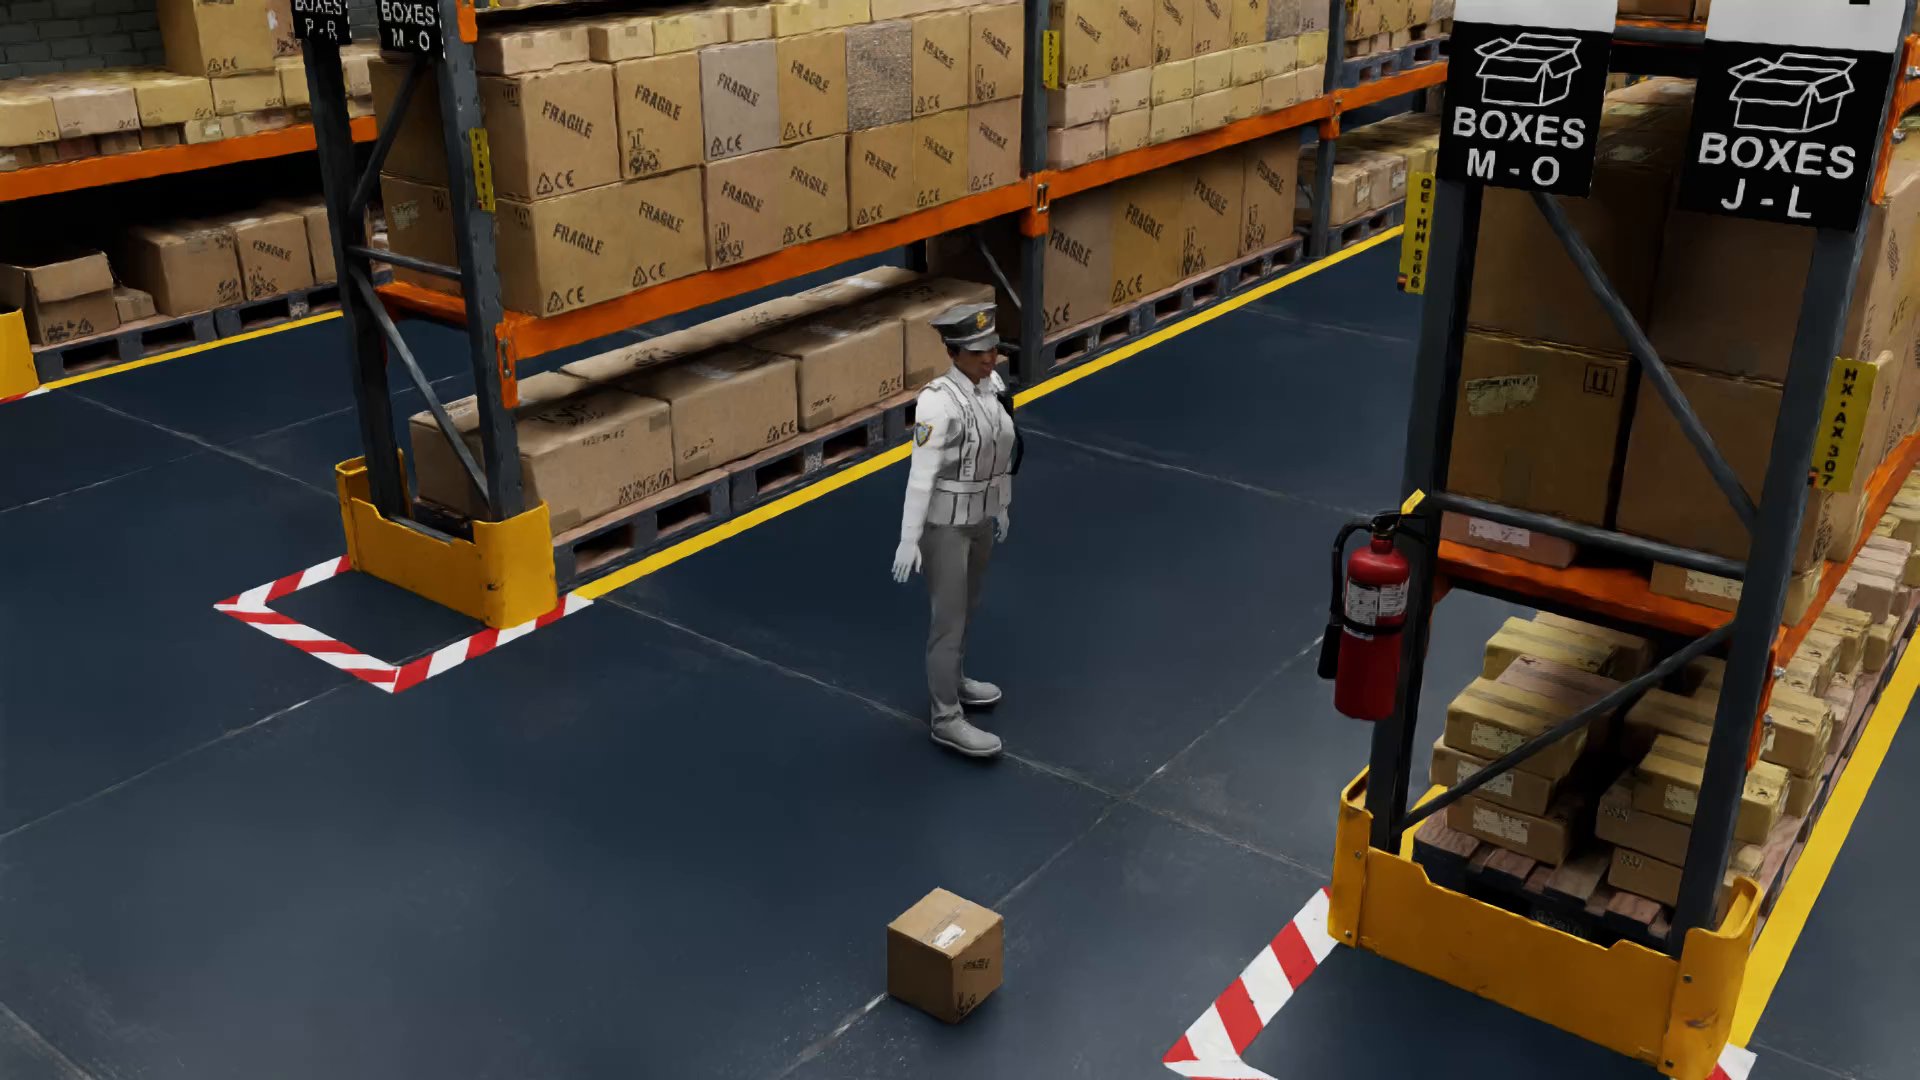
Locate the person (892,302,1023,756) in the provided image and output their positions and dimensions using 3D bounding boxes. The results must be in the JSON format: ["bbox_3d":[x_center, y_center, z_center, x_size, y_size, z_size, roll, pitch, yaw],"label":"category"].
[{"bbox_3d":[0.016,-0.044,6.116,0.492,1.677,0.658,15,28,30],"label":"person"}]
